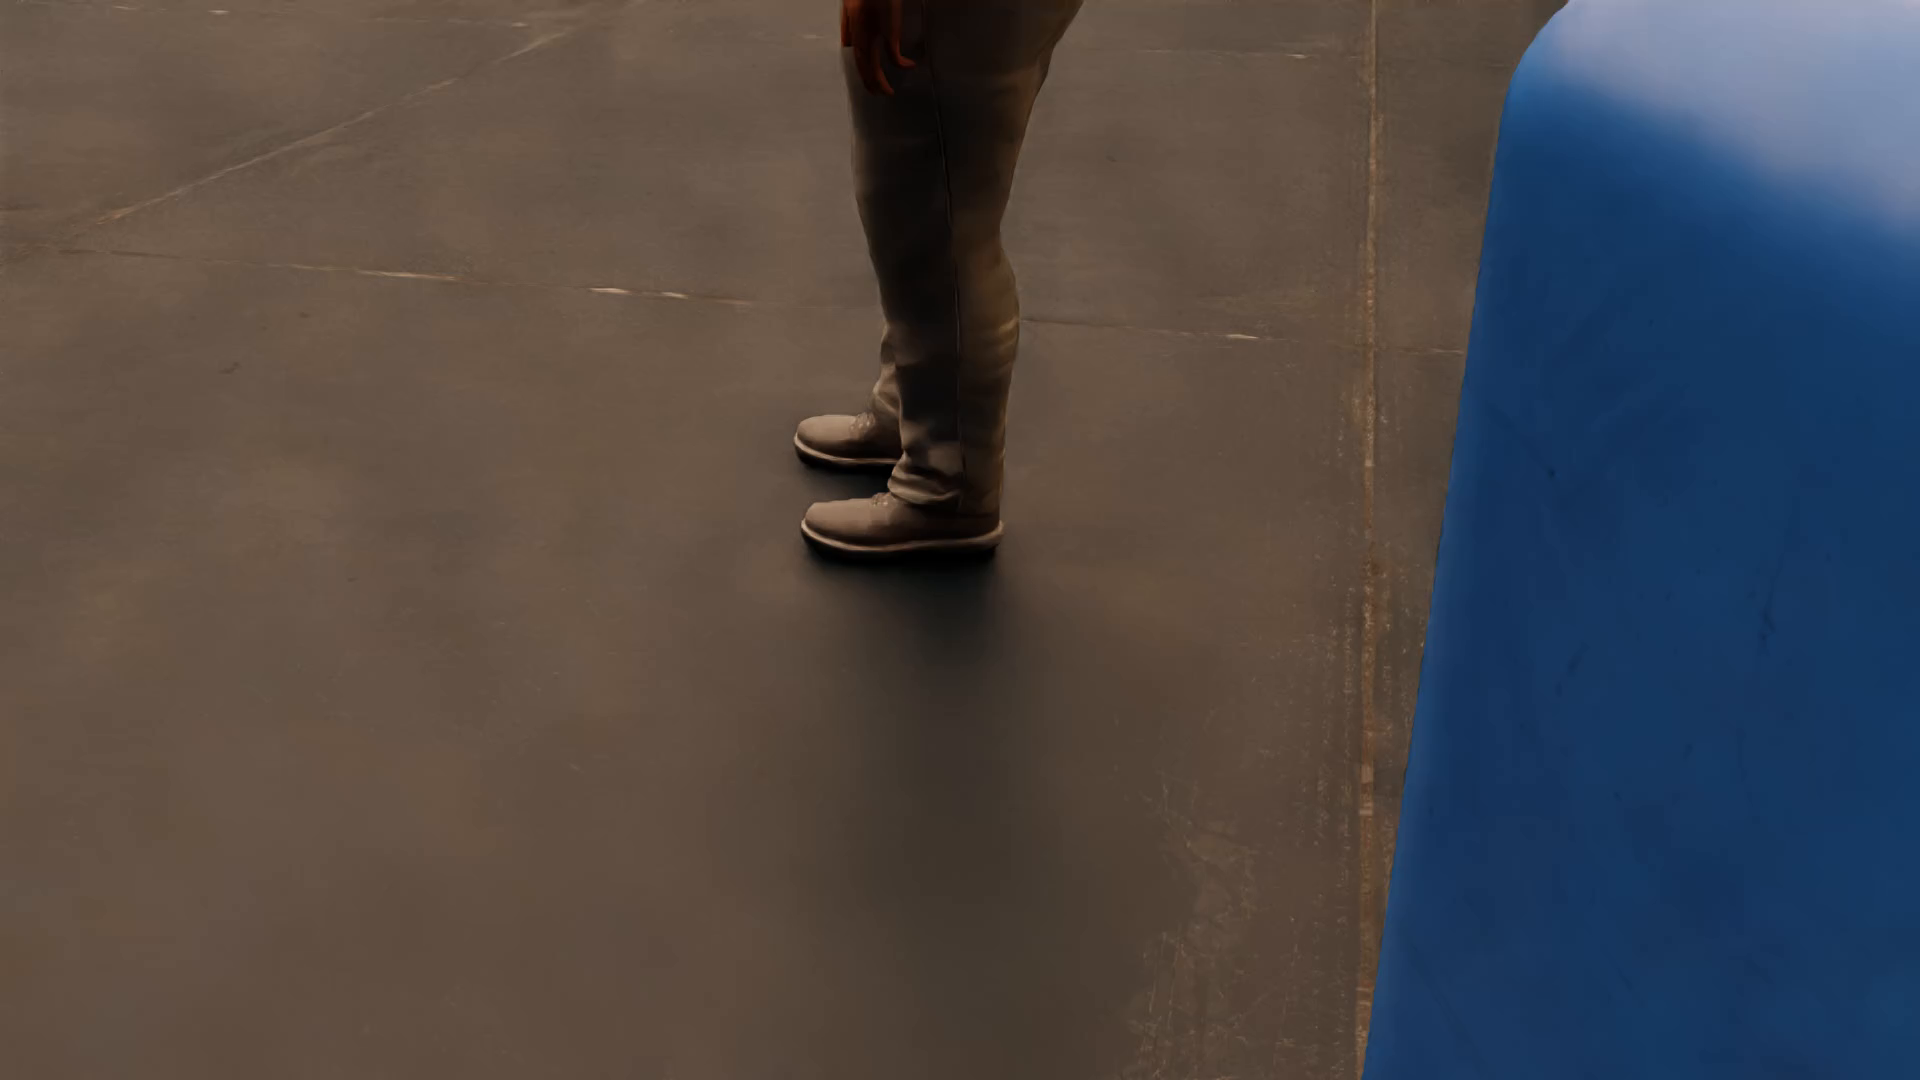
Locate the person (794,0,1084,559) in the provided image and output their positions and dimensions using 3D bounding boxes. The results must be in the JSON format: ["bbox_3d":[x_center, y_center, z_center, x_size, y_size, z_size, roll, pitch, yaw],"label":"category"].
[{"bbox_3d":[-0.070,-0.768,2.156,0.529,1.669,0.598,6,27,11],"label":"person"}]
